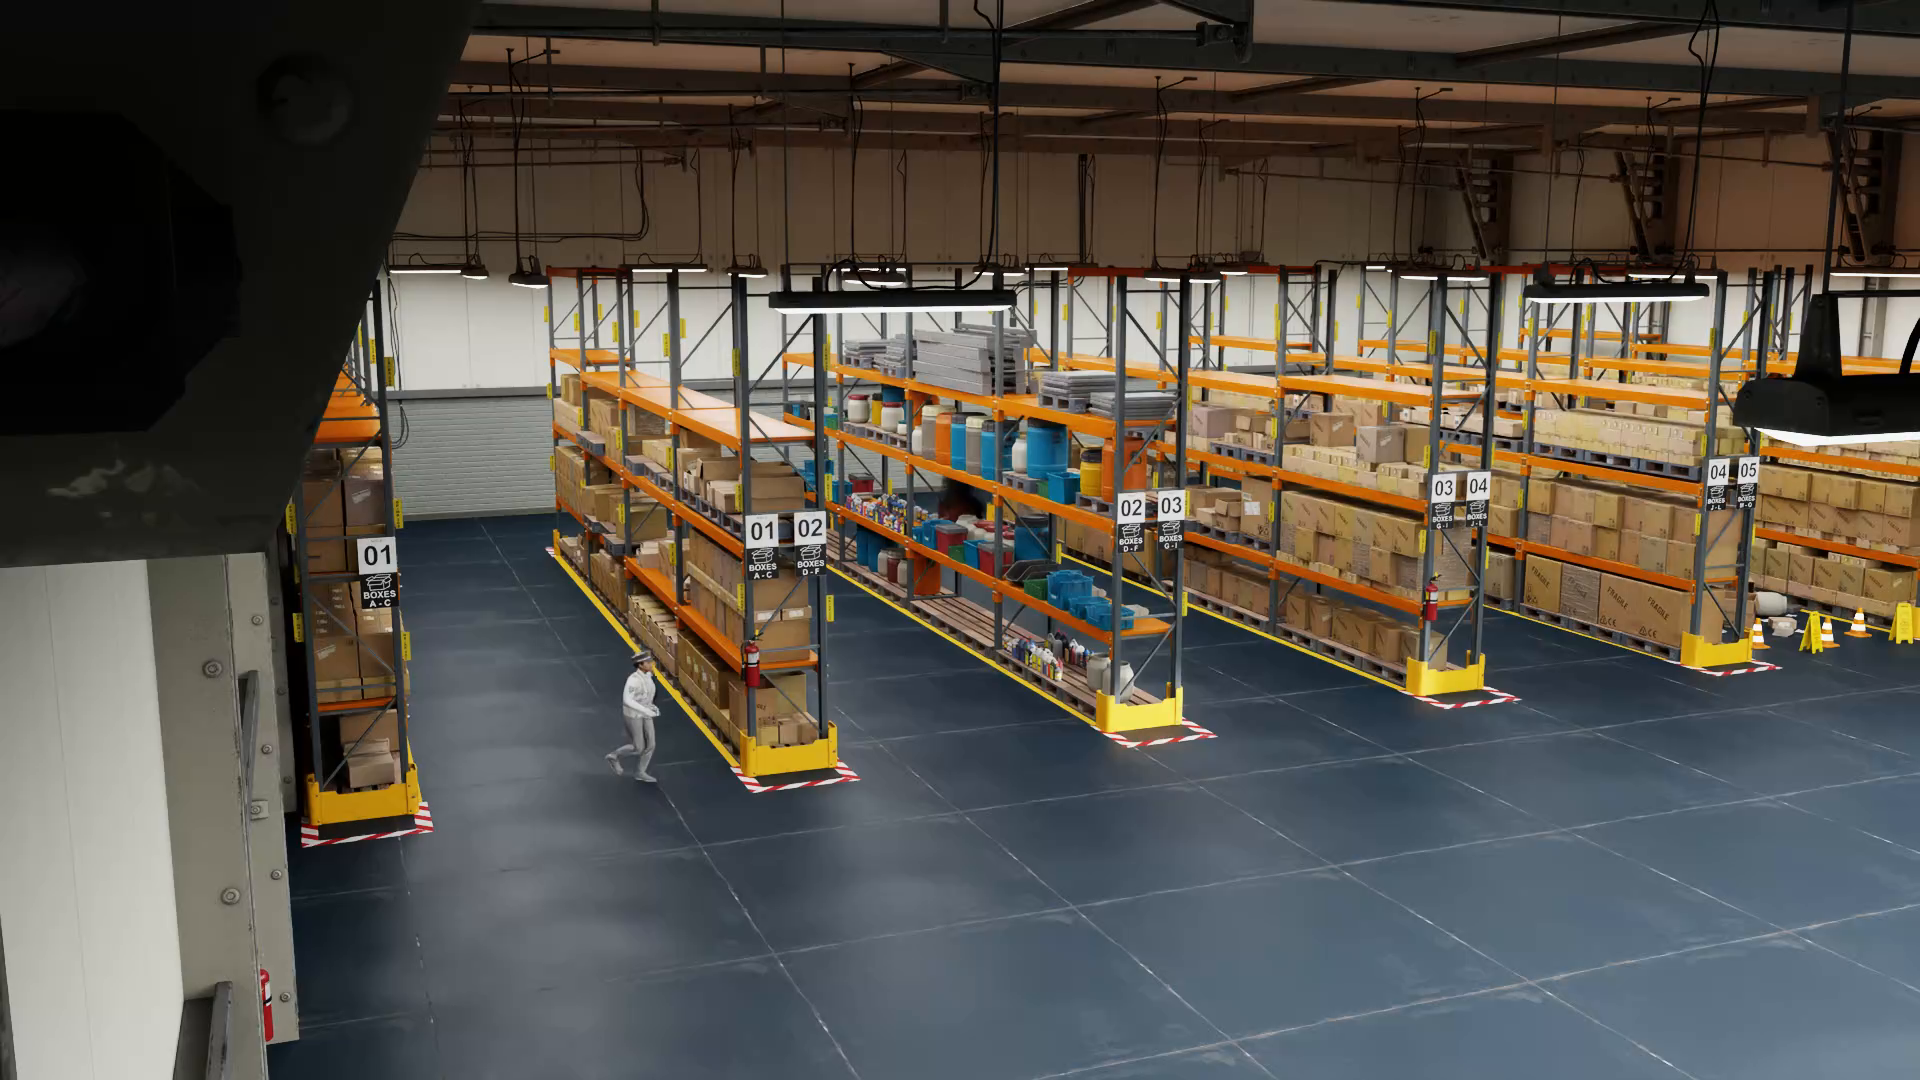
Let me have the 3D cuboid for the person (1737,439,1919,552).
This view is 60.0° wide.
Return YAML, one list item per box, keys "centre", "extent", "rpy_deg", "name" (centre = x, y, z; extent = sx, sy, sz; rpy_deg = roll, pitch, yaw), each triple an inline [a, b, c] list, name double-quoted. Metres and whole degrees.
- centre: [15.842, -0.692, 30.764]
  extent: [4.249, 3.279, 5.346]
  rpy_deg: [-8, 13, -38]
  name: "person"

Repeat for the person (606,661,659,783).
- centre: [-3.917, 2.119, 19.972]
  extent: [0.717, 1.606, 0.609]
  rpy_deg: [4, 11, 21]
  name: "person"
